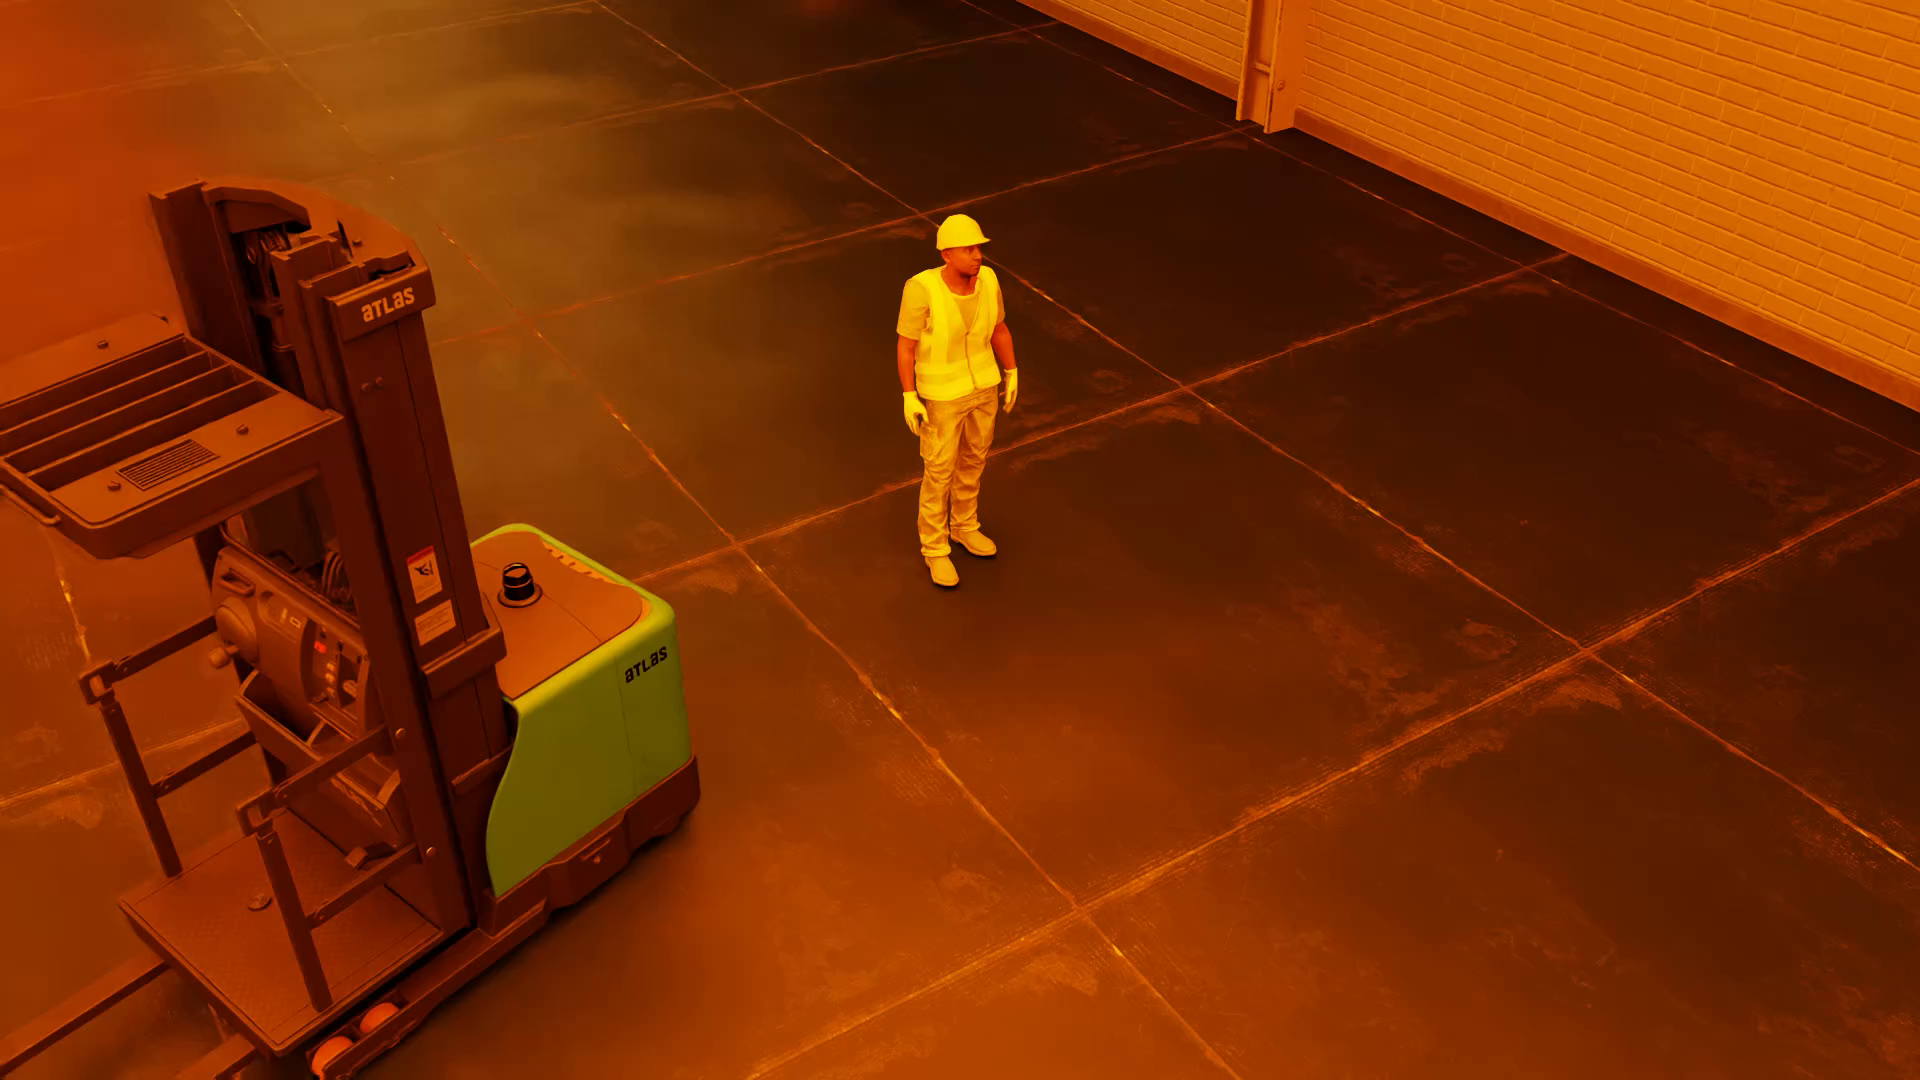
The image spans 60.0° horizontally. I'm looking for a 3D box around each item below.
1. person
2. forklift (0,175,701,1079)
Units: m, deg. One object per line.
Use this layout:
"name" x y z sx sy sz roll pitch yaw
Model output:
"person" 0.033 -0.698 8.127 0.657 1.785 0.575 -21 40 -27
"forklift" -2.421 0.414 5.558 1.130 2.935 3.031 25 42 31
